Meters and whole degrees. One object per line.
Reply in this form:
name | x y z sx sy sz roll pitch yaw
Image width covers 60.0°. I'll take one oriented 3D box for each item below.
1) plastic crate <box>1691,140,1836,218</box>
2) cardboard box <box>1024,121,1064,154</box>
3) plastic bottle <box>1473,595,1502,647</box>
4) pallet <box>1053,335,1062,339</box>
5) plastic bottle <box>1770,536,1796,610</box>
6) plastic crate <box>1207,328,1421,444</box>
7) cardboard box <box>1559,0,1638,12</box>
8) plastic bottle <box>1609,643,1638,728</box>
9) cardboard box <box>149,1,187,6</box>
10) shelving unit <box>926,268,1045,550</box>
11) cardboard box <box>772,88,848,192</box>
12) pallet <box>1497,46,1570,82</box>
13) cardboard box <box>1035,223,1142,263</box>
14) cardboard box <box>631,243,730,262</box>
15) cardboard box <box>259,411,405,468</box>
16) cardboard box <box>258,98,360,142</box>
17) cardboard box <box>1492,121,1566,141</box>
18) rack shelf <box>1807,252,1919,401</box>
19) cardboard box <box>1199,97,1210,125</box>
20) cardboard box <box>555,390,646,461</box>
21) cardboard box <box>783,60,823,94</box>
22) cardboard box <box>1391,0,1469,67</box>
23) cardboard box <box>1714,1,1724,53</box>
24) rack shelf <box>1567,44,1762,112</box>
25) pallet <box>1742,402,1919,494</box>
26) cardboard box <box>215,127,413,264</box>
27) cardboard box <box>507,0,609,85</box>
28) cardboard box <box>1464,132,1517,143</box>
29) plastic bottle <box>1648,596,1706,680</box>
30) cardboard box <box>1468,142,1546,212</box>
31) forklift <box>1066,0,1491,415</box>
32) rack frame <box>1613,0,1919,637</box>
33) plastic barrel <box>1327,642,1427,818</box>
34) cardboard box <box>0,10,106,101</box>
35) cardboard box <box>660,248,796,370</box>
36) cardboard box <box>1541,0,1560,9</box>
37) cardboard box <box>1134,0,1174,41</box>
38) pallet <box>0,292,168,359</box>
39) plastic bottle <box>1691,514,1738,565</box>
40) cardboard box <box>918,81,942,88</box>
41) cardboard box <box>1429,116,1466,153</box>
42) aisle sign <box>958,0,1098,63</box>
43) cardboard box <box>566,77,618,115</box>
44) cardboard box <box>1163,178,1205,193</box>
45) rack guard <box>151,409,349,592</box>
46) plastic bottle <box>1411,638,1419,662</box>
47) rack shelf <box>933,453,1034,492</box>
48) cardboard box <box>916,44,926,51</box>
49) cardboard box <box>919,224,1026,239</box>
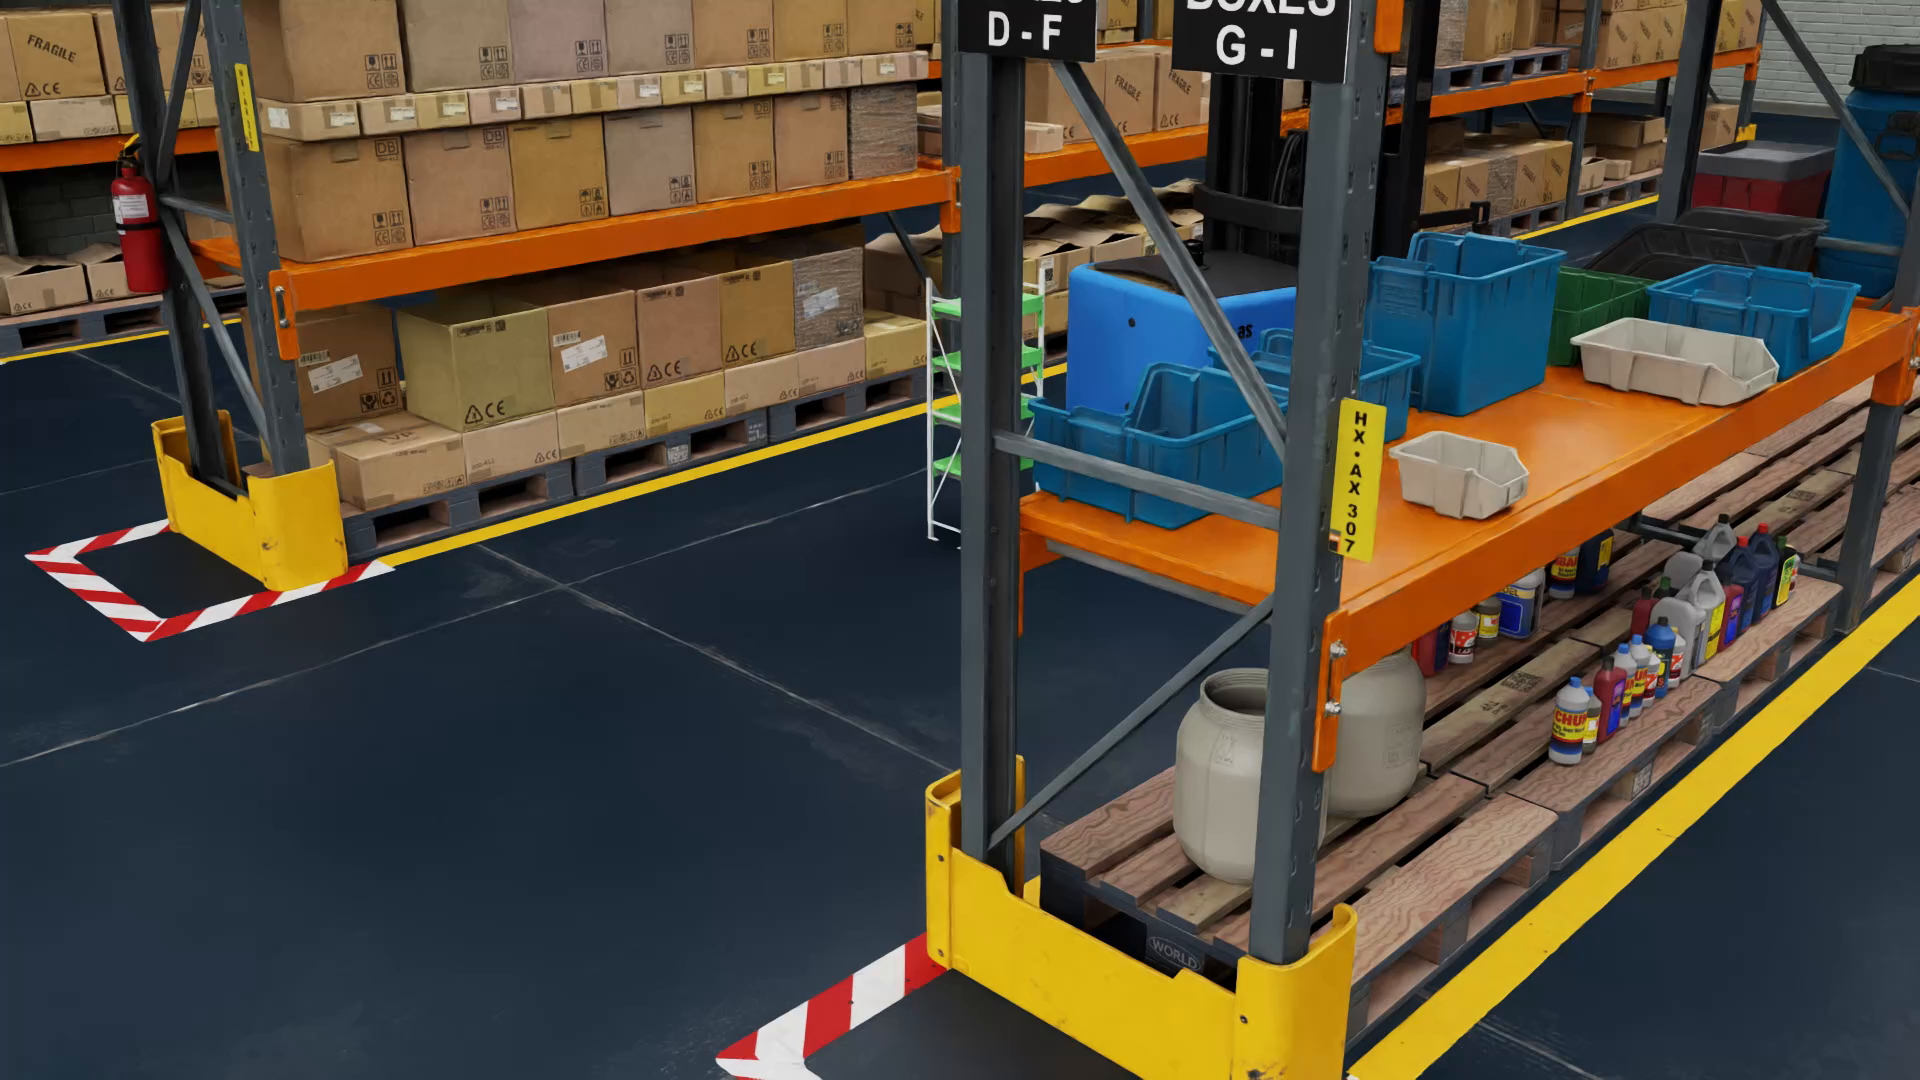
plastic crate | 3.309 -1.387 6.913 0.402 0.464 0.583 19 28 41
cardboard box | 0.409 -2.456 10.134 0.380 0.149 0.250 19 28 41
plastic bottle | 1.889 0.273 5.971 0.097 0.201 0.097 0 21 0
pallet | 0.981 -1.609 11.468 1.003 0.211 1.213 19 28 41
plastic bottle | 3.091 0.113 6.273 0.133 0.283 0.061 -18 28 -39
plastic crate | 0.992 -0.428 4.713 0.499 0.251 0.408 19 28 41
cardboard box | 5.755 -5.017 14.914 0.500 0.500 0.500 -19 28 -41
plastic bottle | 2.127 0.464 5.376 0.097 0.271 0.097 0 21 0
cardboard box | -5.454 -3.462 11.535 0.500 0.500 0.500 -20 29 -41
shelving unit | 0.115 -0.603 7.470 0.258 1.200 0.503 19 28 41
cardboard box | -1.024 -2.191 8.954 0.700 0.500 0.500 19 28 40
pallet | 4.589 -4.186 14.551 1.003 0.211 1.213 19 28 41
cardboard box | 0.824 -1.876 10.739 0.500 0.311 0.500 18 27 39
cardboard box | -1.601 -1.361 9.138 0.500 0.500 0.500 19 28 41
cardboard box | -2.984 -0.493 7.923 0.500 0.250 0.500 19 28 41
cardboard box | -2.718 -1.765 6.942 0.380 0.149 0.250 19 28 40
cardboard box | 5.419 -3.709 15.915 0.500 0.500 0.500 19 28 41
rack shelf | 4.586 -1.334 7.868 1.077 0.370 4.000 19 28 41
cardboard box | 1.585 -2.966 11.460 0.250 0.149 0.380 -18 27 -38
cardboard box | -1.917 -0.621 8.257 0.500 0.250 0.500 19 28 41
cardboard box | -0.929 -2.424 8.657 0.380 0.149 0.250 19 28 41
cardboard box | 3.568 -4.045 13.193 0.500 0.500 0.700 -14 25 -32
cardboard box | 7.187 -5.084 16.481 0.500 0.500 0.500 20 28 41
rack shelf | 6.620 -4.632 16.446 1.077 0.370 4.000 19 28 41
pallet | 4.562 -0.381 8.272 1.003 0.211 1.213 19 28 41
cardboard box | -2.811 -1.532 7.240 0.700 0.500 0.500 19 28 41
cardboard box | -2.060 -2.418 7.736 0.700 0.500 0.500 19 28 41
cardboard box | 4.713 -3.428 15.184 0.500 0.500 0.500 18 27 38
plastic bottle | 2.472 0.321 5.742 0.135 0.276 0.152 -20 28 -41
cardboard box | 4.735 -3.168 14.507 0.500 0.500 0.500 19 28 41
forklift | 2.029 -1.834 8.261 3.031 2.935 1.130 -13 25 -30
rack frame | 3.191 -1.156 6.402 1.000 3.000 0.127 19 28 41
plastic barrel | 1.154 0.520 4.923 0.421 0.512 0.421 0 21 0
cardboard box | -5.798 -3.069 10.514 0.500 0.500 0.500 19 28 41
cardboard box | -1.226 -1.230 8.797 0.500 0.500 0.500 19 28 41
cardboard box | 5.392 -5.161 15.289 0.500 0.500 0.500 19 28 41
cardboard box | 2.063 -5.967 18.501 0.700 0.700 0.980 -20 28 -41
pallet | -6.053 -1.525 11.249 1.003 0.211 1.213 19 28 41
plastic bottle | 2.845 0.077 6.273 0.144 0.351 0.185 19 28 41
cardboard box | 0.106 -4.236 16.826 0.750 0.750 0.750 19 28 40
cardboard box | 4.015 -3.521 14.381 0.500 0.250 0.500 19 28 41
aisle sign | 0.137 -1.397 3.405 0.394 0.787 0.004 19 28 41
cardboard box | -1.821 -2.097 7.805 0.380 0.149 0.250 19 28 40
cardboard box | 1.859 -2.538 12.463 0.500 0.311 0.500 -19 28 -40
rack guard | -3.163 -0.196 7.387 1.175 0.500 0.348 19 28 41
plastic bottle | 1.563 0.298 5.801 0.152 0.276 0.135 20 28 41
rack shelf | 0.115 -0.319 7.579 0.258 0.148 0.480 19 28 41
cardboard box | -0.539 -4.645 15.801 0.250 0.149 0.380 -20 29 -41
cardboard box | 0.080 -1.882 10.756 0.500 0.311 0.500 -19 28 -41
